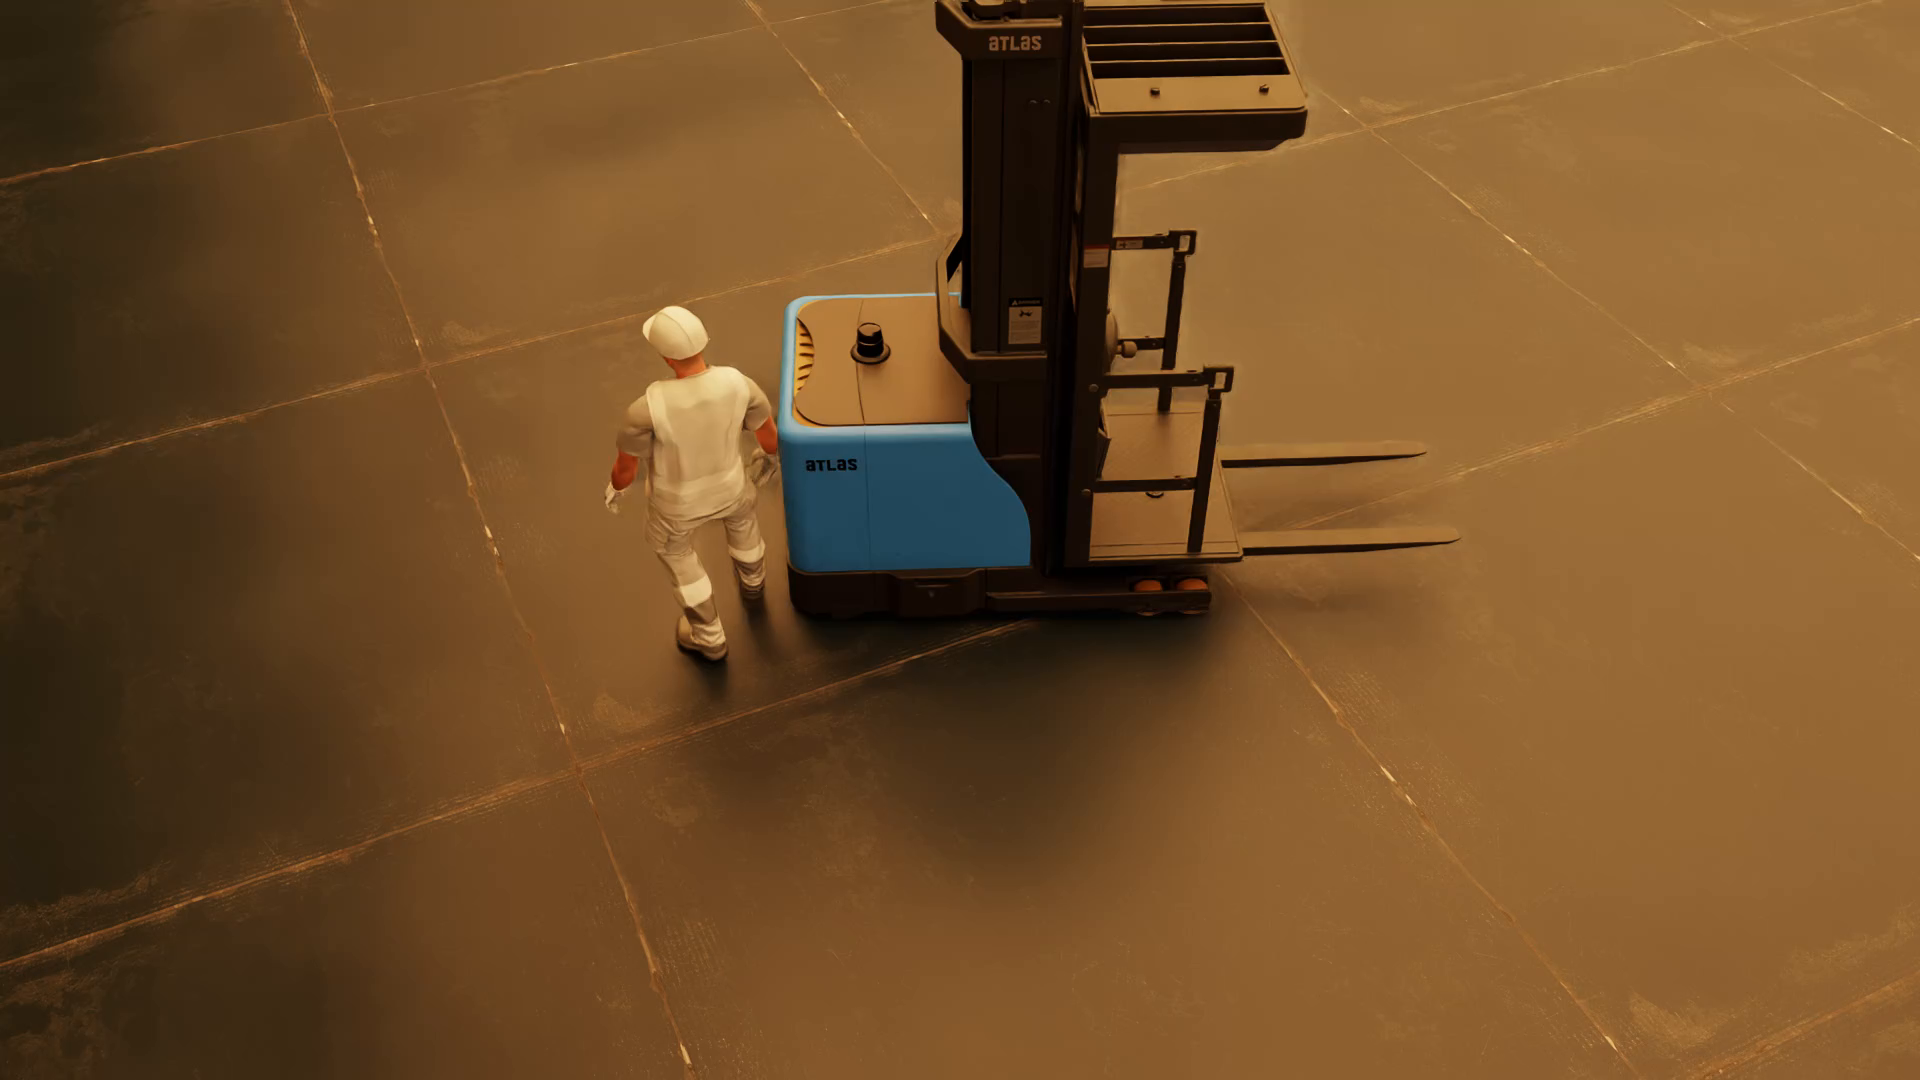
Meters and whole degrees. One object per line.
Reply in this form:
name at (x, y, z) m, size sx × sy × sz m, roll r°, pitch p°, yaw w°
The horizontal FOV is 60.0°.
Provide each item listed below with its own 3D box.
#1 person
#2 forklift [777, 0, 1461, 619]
person at (-1.123, -0.303, 6.892) m, size 0.747 × 1.744 × 0.652 m, roll -18°, pitch 46°, yaw -19°
forklift at (0.734, -1.094, 6.852) m, size 3.031 × 2.935 × 1.130 m, roll -2°, pitch 43°, yaw -2°
